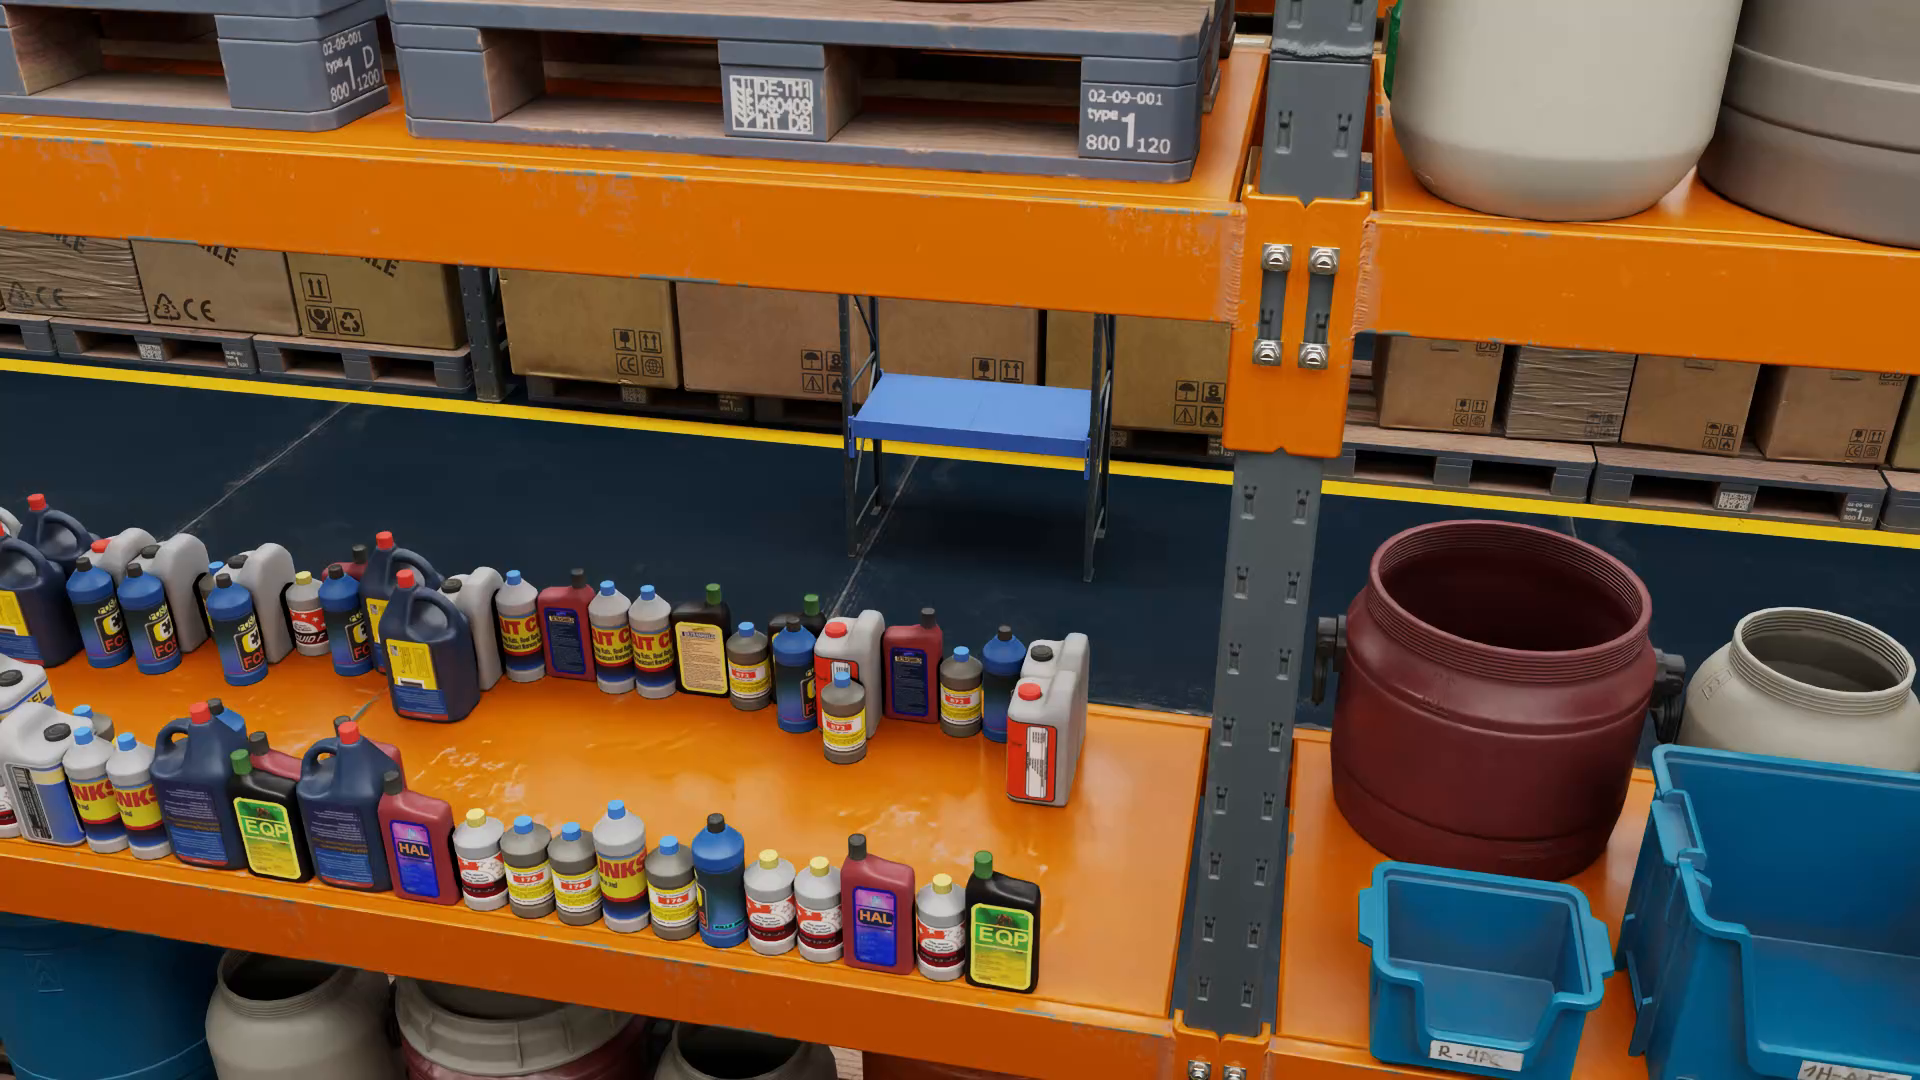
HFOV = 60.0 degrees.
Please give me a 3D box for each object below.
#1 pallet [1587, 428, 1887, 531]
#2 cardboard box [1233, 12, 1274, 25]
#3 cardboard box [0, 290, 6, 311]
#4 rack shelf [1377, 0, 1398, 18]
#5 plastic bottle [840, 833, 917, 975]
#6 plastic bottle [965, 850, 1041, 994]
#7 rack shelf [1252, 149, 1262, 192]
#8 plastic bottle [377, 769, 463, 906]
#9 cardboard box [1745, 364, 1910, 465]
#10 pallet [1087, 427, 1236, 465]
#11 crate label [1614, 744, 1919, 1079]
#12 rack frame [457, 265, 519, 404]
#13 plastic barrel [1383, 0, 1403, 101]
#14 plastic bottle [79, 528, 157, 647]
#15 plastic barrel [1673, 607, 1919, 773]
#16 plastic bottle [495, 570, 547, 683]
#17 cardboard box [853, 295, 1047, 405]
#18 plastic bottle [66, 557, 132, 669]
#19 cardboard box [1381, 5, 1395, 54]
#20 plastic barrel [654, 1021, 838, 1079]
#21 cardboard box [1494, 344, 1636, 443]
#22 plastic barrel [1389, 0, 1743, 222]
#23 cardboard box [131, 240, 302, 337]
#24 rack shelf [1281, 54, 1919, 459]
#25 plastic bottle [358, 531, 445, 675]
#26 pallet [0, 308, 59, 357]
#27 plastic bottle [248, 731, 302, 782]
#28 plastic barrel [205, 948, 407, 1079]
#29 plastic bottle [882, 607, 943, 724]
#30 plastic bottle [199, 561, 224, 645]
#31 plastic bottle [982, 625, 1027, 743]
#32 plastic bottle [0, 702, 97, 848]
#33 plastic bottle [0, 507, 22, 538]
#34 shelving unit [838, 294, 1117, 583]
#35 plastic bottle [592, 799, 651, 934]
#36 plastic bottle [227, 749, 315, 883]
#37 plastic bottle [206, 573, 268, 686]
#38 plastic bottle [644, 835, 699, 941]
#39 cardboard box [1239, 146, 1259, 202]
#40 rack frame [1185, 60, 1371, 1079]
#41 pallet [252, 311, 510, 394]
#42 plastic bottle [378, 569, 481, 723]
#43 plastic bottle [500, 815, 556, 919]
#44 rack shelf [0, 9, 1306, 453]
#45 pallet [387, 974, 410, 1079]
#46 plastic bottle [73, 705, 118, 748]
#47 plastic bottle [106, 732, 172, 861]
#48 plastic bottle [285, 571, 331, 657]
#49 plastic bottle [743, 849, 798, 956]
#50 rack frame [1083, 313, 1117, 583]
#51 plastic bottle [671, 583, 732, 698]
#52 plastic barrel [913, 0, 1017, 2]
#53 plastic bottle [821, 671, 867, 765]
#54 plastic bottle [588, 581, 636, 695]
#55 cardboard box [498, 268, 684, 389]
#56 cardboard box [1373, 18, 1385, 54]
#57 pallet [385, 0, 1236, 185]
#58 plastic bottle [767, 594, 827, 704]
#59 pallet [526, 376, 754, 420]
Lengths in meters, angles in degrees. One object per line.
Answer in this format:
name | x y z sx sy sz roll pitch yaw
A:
pallet | 3.549 -0.425 7.807 1.213 0.211 1.003 6 29 11
cardboard box | 2.107 -3.770 12.397 0.500 0.250 0.500 5 29 8
cardboard box | -5.585 -1.879 9.333 0.875 0.875 0.875 6 29 11
rack shelf | 4.686 -3.654 11.550 4.000 0.370 1.077 6 29 11
plastic bottle | -0.149 0.663 3.037 0.133 0.283 0.061 6 29 11
plastic bottle | 0.077 0.686 2.995 0.133 0.283 0.061 6 29 11
rack shelf | -0.360 -1.736 8.046 4.000 0.370 1.077 6 29 11
plastic bottle | -1.041 0.571 3.204 0.133 0.283 0.061 6 29 11
cardboard box | 3.902 -0.731 7.606 0.500 0.500 0.700 3 29 6
pallet | 0.841 -0.742 8.386 1.213 0.211 1.003 6 29 11
crate label | 1.477 0.686 2.836 0.616 0.435 0.502 6 29 11
rack frame | -2.316 -2.252 8.240 0.127 3.000 1.000 6 29 11
plastic barrel | 0.814 -0.772 2.574 0.294 0.245 0.294 0 29 0
plastic bottle | -2.047 0.103 4.067 0.135 0.276 0.152 6 29 11
plastic barrel | 1.612 0.429 3.226 0.421 0.512 0.421 0 29 0
plastic bottle | -1.031 0.196 3.902 0.097 0.271 0.097 0 29 0
cardboard box | 0.055 -1.275 8.231 0.875 0.875 1.225 6 29 11
plastic bottle | -2.055 0.166 3.958 0.097 0.271 0.097 0 29 0
cardboard box | 2.132 -2.044 7.318 0.500 0.500 0.500 2 29 4
plastic barrel | -0.491 1.326 3.857 0.421 0.512 0.421 0 29 0
cardboard box | 2.800 -0.840 7.806 0.500 0.500 0.700 3 29 6
plastic barrel | 0.801 -0.715 2.192 0.421 0.512 0.421 0 29 0
cardboard box | -3.825 -1.698 9.004 0.875 0.875 0.875 6 29 11
rack shelf | 2.518 -0.324 2.345 4.000 0.370 1.077 6 29 11
plastic bottle | -1.306 0.145 3.914 0.185 0.351 0.144 6 29 11
pallet | -5.429 -1.387 9.563 1.213 0.211 1.003 6 29 11
plastic bottle | -1.339 0.511 3.315 0.133 0.283 0.061 6 29 11
plastic barrel | -1.596 1.213 4.064 0.421 0.512 0.421 0 29 0
plastic bottle | -0.106 0.277 3.742 0.133 0.283 0.061 6 29 11
plastic bottle | -1.796 0.148 4.062 0.097 0.201 0.097 0 29 0
plastic bottle | 0.098 0.312 3.691 0.097 0.271 0.097 0 29 0
plastic bottle | -1.845 0.470 3.397 0.135 0.276 0.152 6 29 11
plastic bottle | -2.383 0.034 4.115 0.185 0.351 0.144 6 29 11
shelving unit | 0.083 -0.649 6.874 1.048 1.500 0.538 6 29 11
plastic bottle | -0.639 0.609 3.148 0.097 0.271 0.097 0 29 0
plastic bottle | -1.352 0.540 3.262 0.133 0.283 0.061 6 29 11
plastic bottle | -1.696 0.203 3.890 0.097 0.271 0.097 0 29 0
plastic bottle | -0.543 0.649 3.147 0.097 0.201 0.097 0 29 0
cardboard box | 1.062 -1.828 7.361 0.500 0.500 0.500 7 29 12
rack frame | 0.562 0.475 3.259 0.127 3.000 1.000 6 29 11
pallet | -3.043 -1.142 9.116 1.213 0.211 1.003 6 29 11
plastic bottle | -1.206 0.230 3.758 0.185 0.351 0.144 6 29 11
plastic bottle | -0.829 0.620 3.200 0.097 0.201 0.097 0 29 0
rack shelf | -1.394 -0.726 3.077 4.000 0.370 1.077 6 29 11
pallet | -1.408 1.515 4.262 1.213 0.211 1.003 6 29 11
plastic bottle | -1.837 0.442 3.526 0.097 0.201 0.097 0 29 0
plastic bottle | -1.642 0.506 3.336 0.097 0.271 0.097 0 29 0
plastic bottle | -1.569 0.172 4.020 0.097 0.201 0.097 0 29 0
plastic bottle | -0.353 0.669 3.111 0.097 0.201 0.097 0 29 0
rack frame | 0.581 -0.598 6.781 0.032 1.500 0.500 6 29 11
plastic bottle | -0.594 0.227 3.834 0.133 0.283 0.061 6 29 11
plastic barrel | 0.007 -1.272 2.441 0.708 0.830 0.600 6 29 11
plastic bottle | -0.254 0.381 3.637 0.097 0.201 0.097 0 29 0
plastic bottle | -0.806 0.219 3.860 0.097 0.271 0.097 0 29 0
cardboard box | -1.686 -1.449 8.549 0.875 0.875 1.225 6 29 11
cardboard box | 3.307 -3.264 11.994 0.750 0.750 1.050 5 29 10
pallet | -0.166 -0.880 2.808 1.213 0.211 1.003 6 29 11
plastic bottle | -0.368 0.250 3.792 0.133 0.283 0.061 6 29 11
pallet | -1.546 -0.987 8.833 1.213 0.211 1.003 6 29 11
